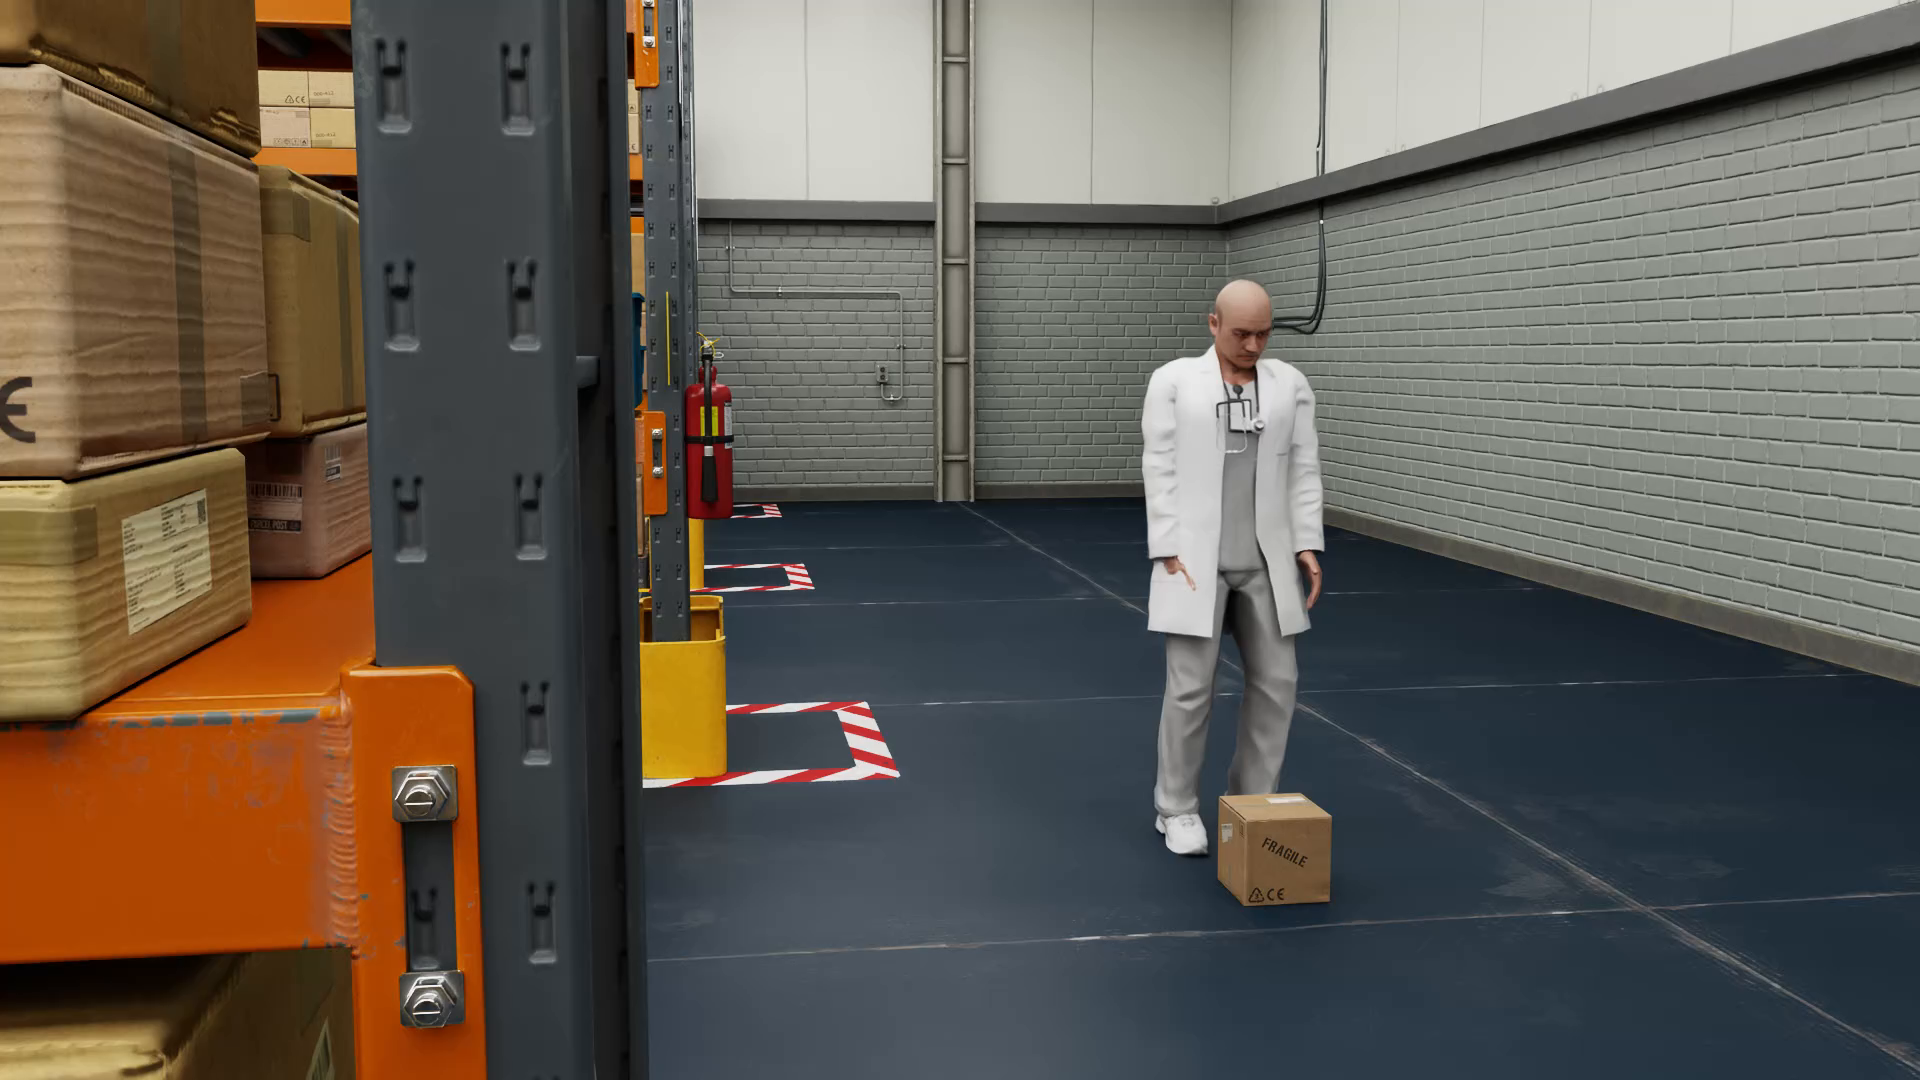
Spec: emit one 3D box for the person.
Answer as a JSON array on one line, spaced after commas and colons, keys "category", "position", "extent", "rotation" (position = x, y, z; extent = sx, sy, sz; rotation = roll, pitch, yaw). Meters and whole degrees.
[{"category": "person", "position": [0.854, 0.081, 5.168], "extent": [0.572, 1.763, 0.383], "rotation": [-1, 6, -7]}]
